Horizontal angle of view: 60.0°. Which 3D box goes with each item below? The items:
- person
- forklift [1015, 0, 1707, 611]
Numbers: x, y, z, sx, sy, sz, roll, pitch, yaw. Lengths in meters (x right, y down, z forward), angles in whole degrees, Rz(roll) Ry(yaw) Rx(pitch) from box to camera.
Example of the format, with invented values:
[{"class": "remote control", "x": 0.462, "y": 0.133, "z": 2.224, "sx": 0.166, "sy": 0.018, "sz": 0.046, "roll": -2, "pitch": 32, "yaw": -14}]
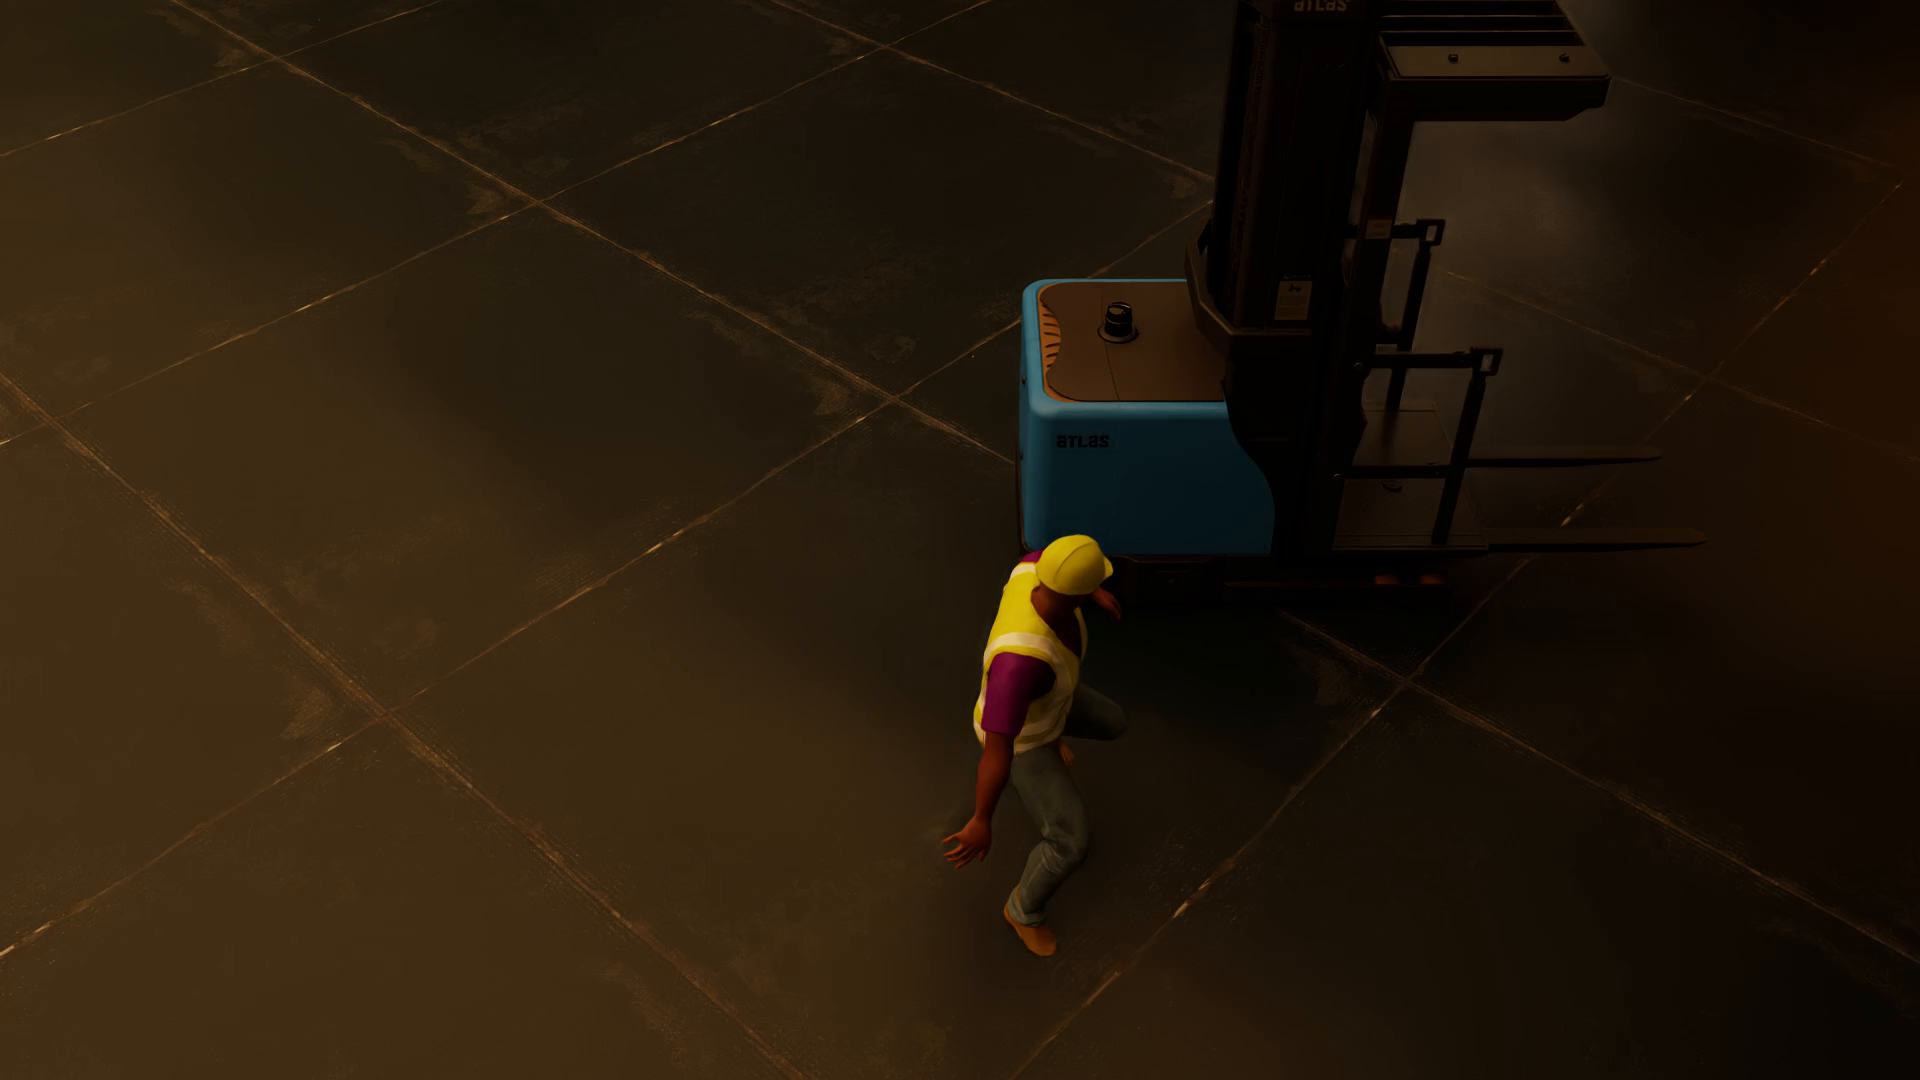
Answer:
[{"class": "person", "x": 0.277, "y": 0.644, "z": 5.739, "sx": 0.517, "sy": 1.653, "sz": 1.214, "roll": 13, "pitch": 42, "yaw": 15}, {"class": "forklift", "x": 1.781, "y": -1.150, "z": 6.769, "sx": 3.031, "sy": 2.935, "sz": 1.130, "roll": 0, "pitch": 41, "yaw": 0}]
